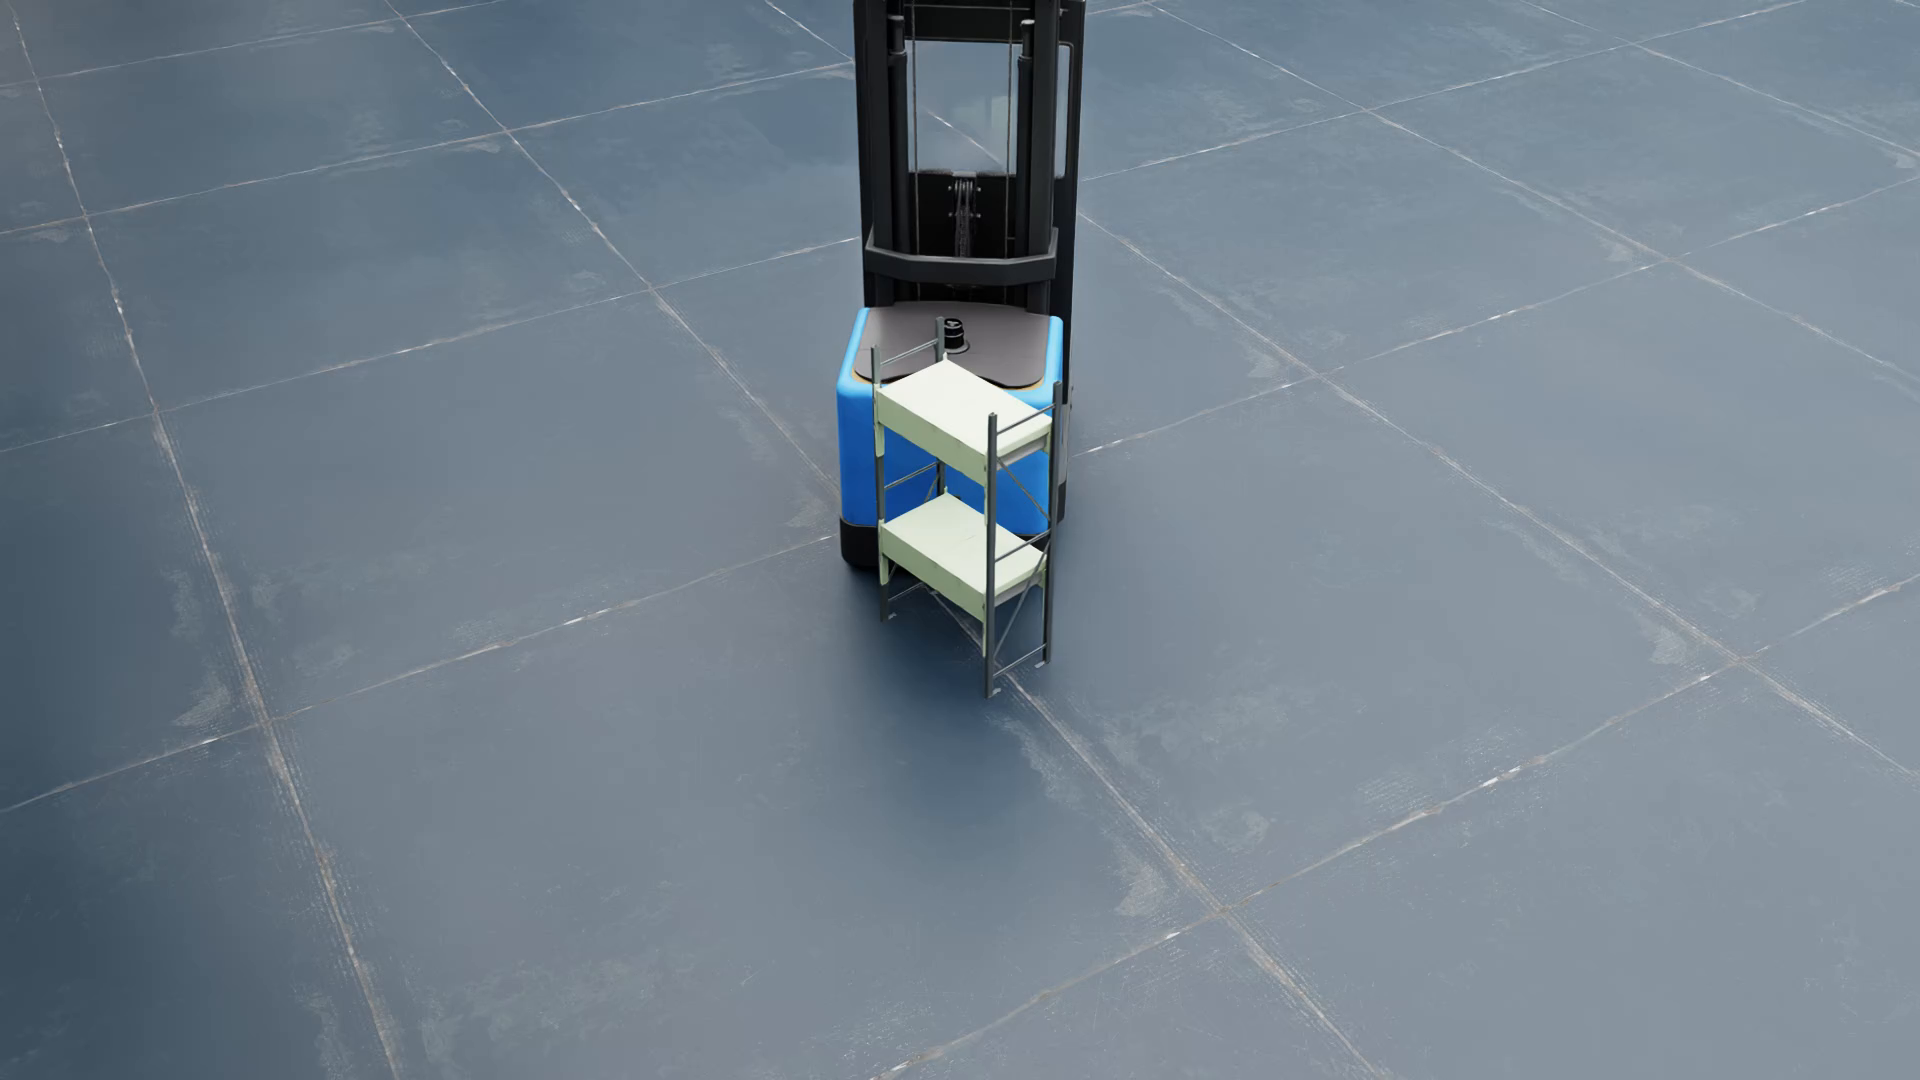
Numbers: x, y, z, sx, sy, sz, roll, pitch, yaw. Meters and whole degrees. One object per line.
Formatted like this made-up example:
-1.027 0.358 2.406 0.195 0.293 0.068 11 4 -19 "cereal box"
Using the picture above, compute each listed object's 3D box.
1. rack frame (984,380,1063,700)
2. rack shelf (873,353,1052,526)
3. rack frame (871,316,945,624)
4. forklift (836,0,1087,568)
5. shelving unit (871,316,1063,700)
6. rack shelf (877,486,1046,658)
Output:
0.266 0.031 7.163 0.400 1.500 0.023 -28 45 -33 "rack frame"
0.021 -0.444 7.152 0.431 0.370 0.720 -28 45 -33 "rack shelf"
-0.225 -0.289 7.602 0.400 1.500 0.023 -28 45 -33 "rack frame"
0.066 -1.864 8.545 1.130 2.935 3.031 3 36 4 "forklift"
0.021 -0.129 7.383 0.431 1.500 0.755 -28 45 -33 "shelving unit"
0.021 0.134 7.575 0.431 0.370 0.720 -28 45 -33 "rack shelf"
